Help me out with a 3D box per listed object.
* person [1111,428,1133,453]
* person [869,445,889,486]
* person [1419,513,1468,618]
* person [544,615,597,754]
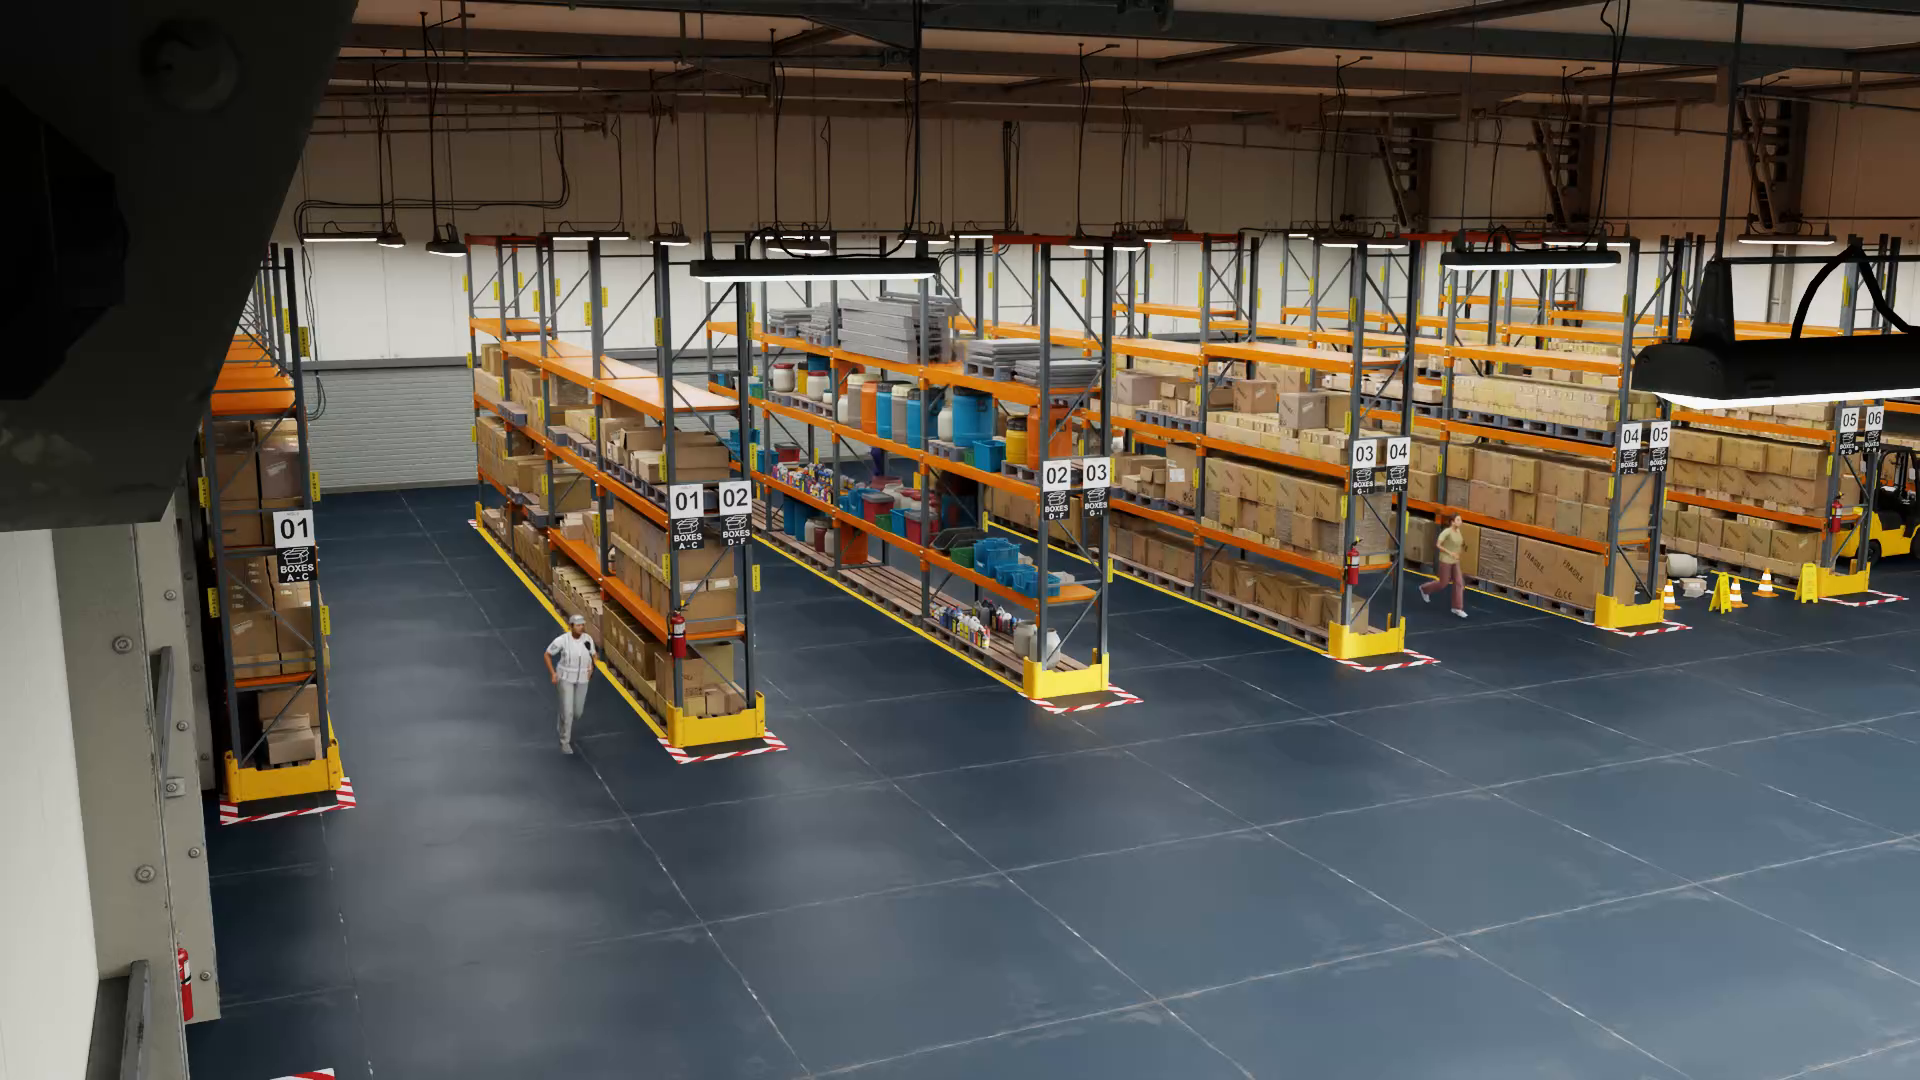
[{"bbox_3d":[3.548,-1.709,37.565,0.730,1.737,1.028,-7,13,-31],"label":"person"},{"bbox_3d":[-1.898,-2.054,39.467,0.597,1.632,0.589,-4,12,-18],"label":"person"},{"bbox_3d":[7.897,0.361,26.937,0.601,1.662,0.951,-9,14,-38],"label":"person"},{"bbox_3d":[-4.703,1.702,20.192,0.646,1.637,0.743,-7,13,-32],"label":"person"}]
